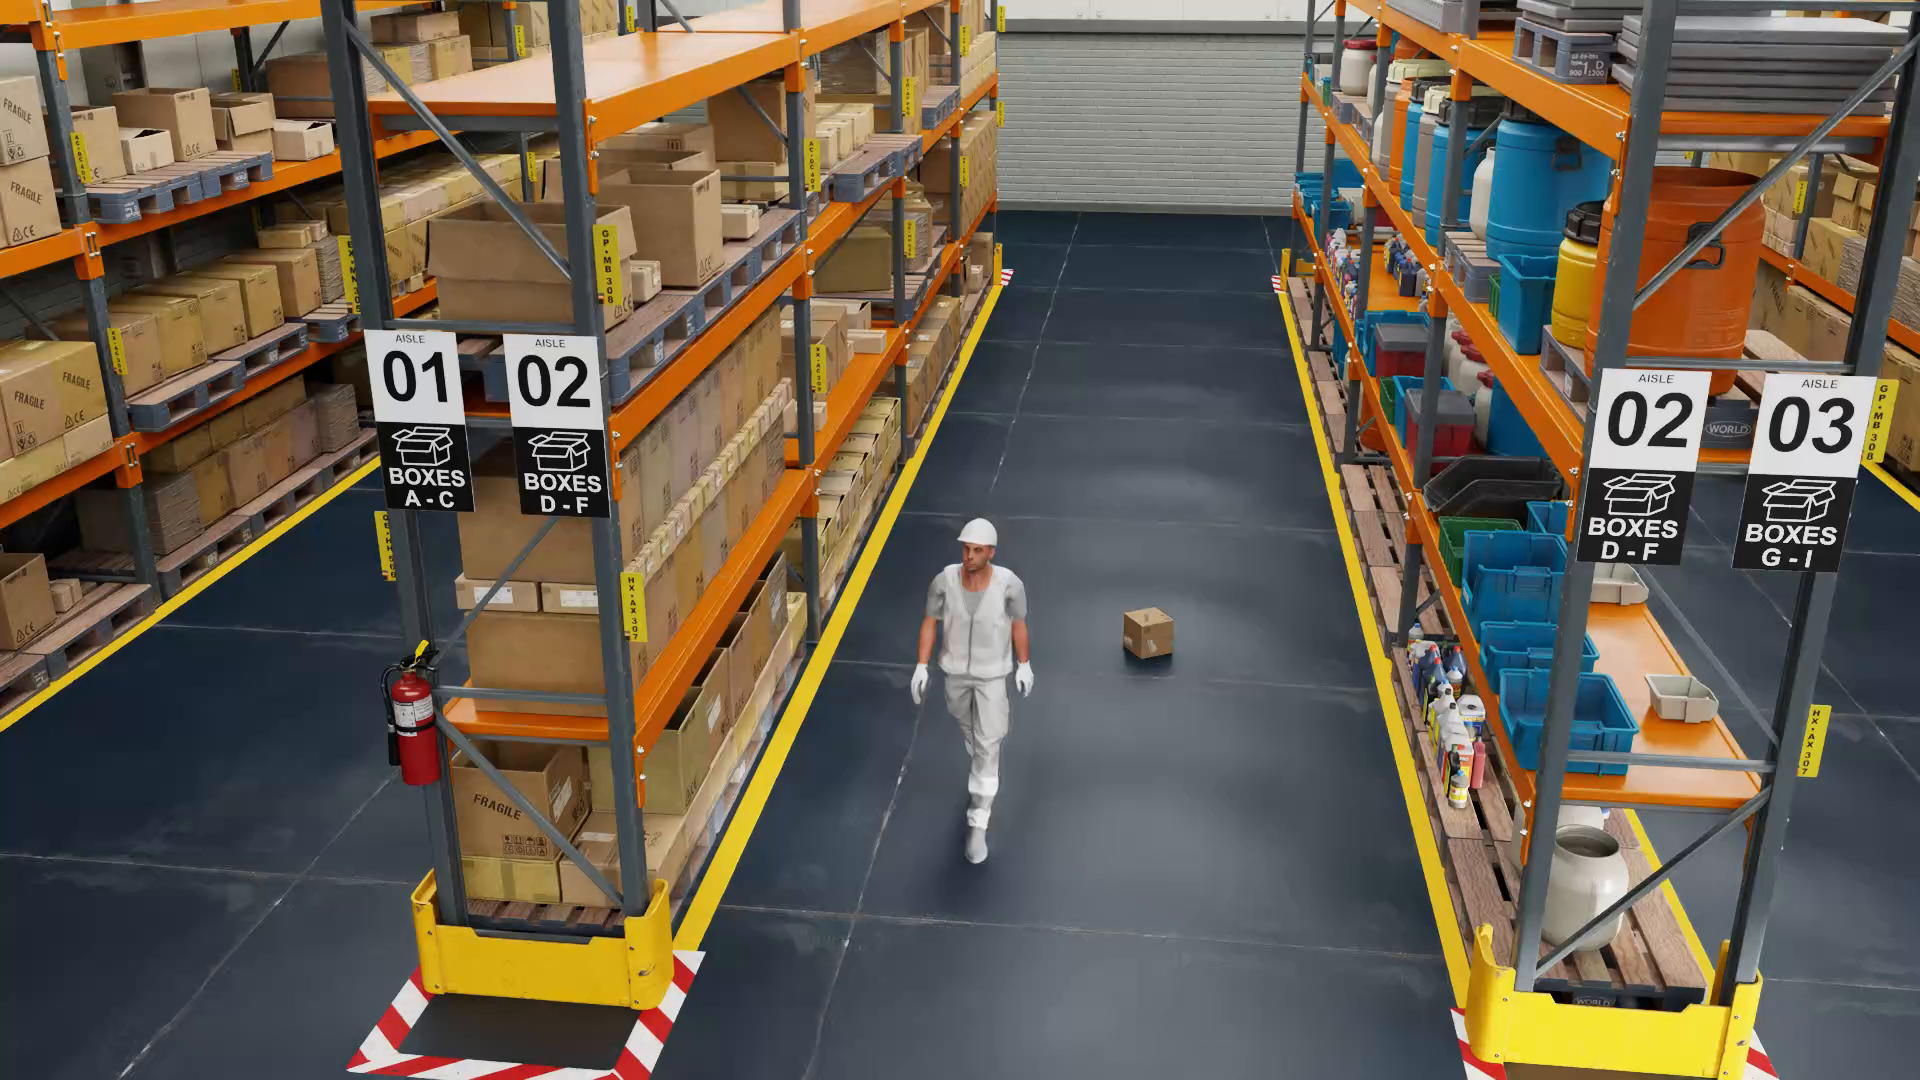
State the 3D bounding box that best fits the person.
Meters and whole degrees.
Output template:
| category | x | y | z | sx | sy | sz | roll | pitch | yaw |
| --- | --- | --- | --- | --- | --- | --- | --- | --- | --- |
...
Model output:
| category | x | y | z | sx | sy | sz | roll | pitch | yaw |
| --- | --- | --- | --- | --- | --- | --- | --- | --- | --- |
| person | 0.050 | 0.746 | 9.048 | 0.610 | 1.748 | 0.943 | 6 | 22 | 15 |
